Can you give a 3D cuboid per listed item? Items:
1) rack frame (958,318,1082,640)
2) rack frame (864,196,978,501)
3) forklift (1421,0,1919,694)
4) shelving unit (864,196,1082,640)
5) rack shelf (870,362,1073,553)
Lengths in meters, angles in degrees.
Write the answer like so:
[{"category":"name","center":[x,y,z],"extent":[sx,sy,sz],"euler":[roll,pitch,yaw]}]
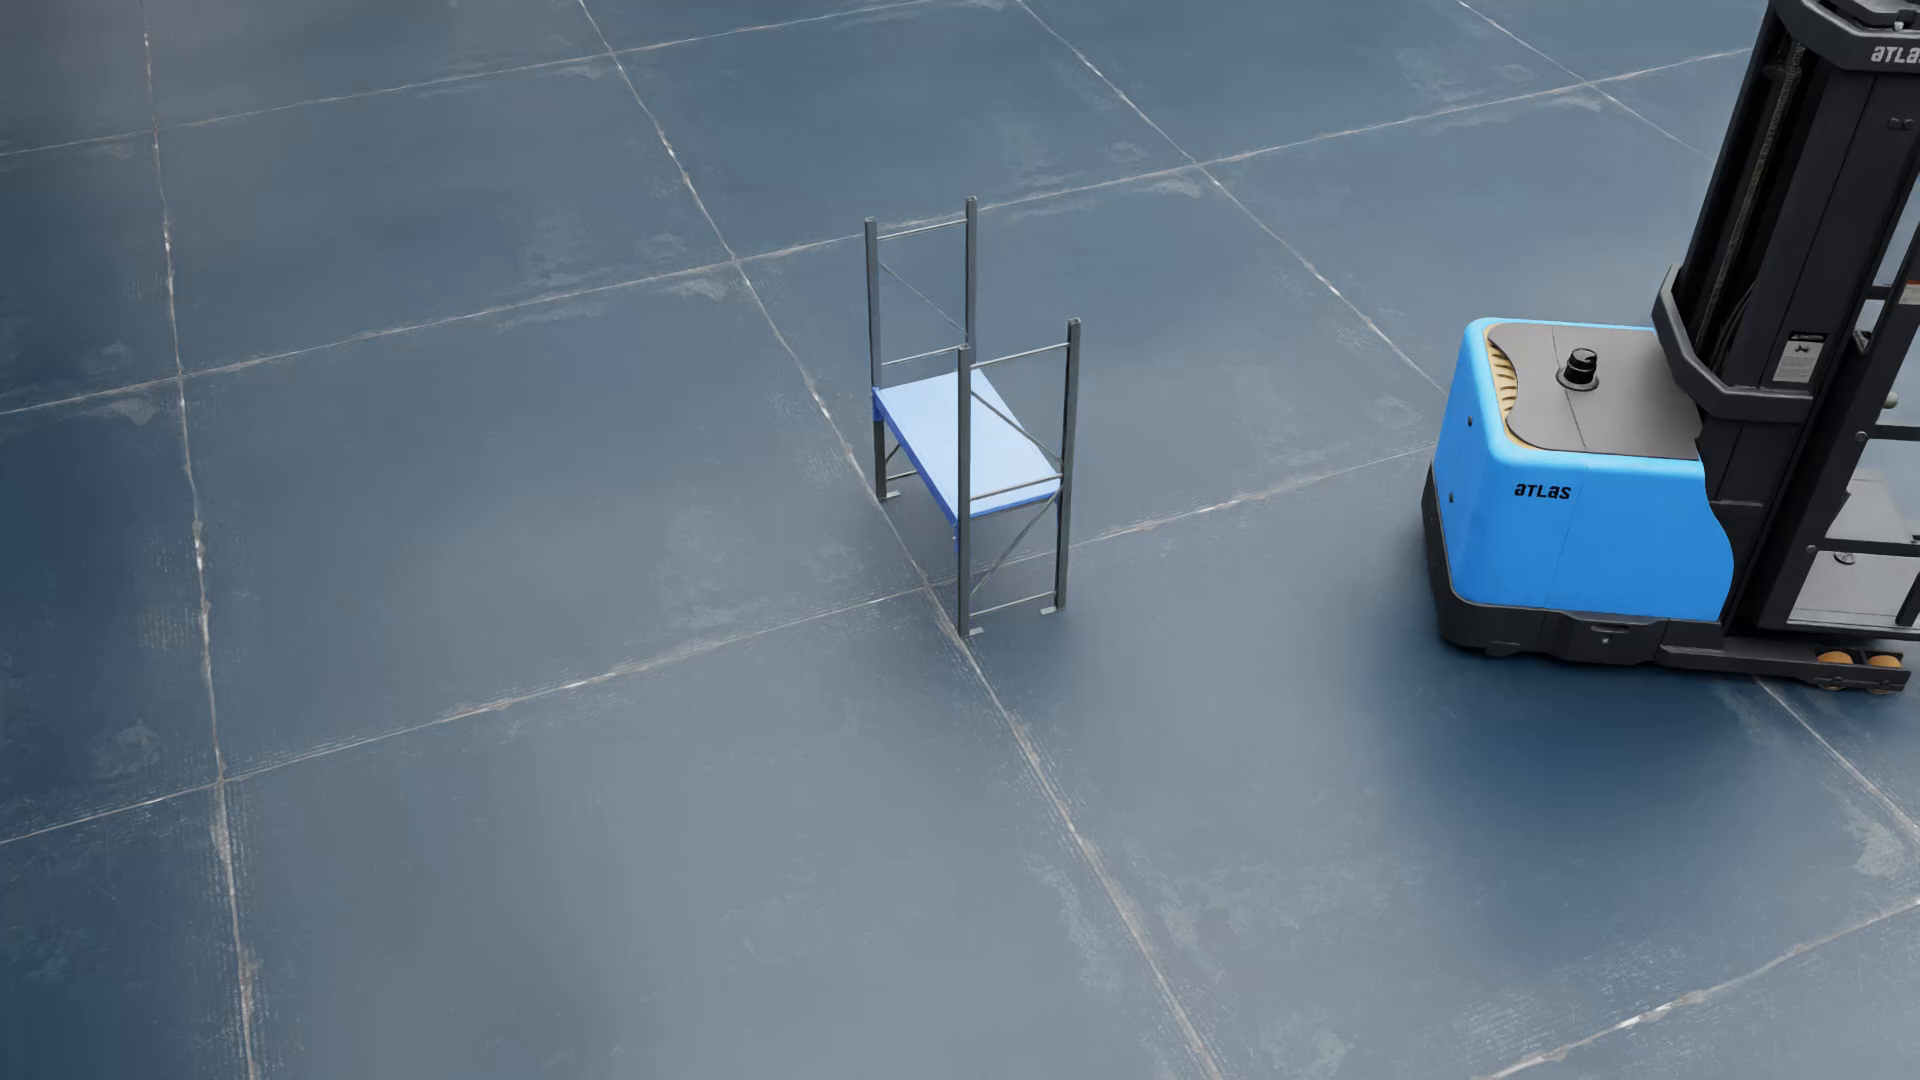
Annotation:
[{"category":"rack frame","center":[0.227,-0.211,6.764],"extent":[0.500,1.500,0.032],"euler":[-15,43,-17]},{"category":"rack frame","center":[-0.162,-0.824,7.476],"extent":[0.500,1.500,0.032],"euler":[-15,43,-17]},{"category":"forklift","center":[3.606,-0.839,6.396],"extent":[3.031,2.935,1.130],"euler":[4,41,5]},{"category":"shelving unit","center":[0.033,-0.517,7.120],"extent":[0.538,1.500,1.048],"euler":[-15,43,-17]},{"category":"rack shelf","center":[0.033,-0.381,7.237],"extent":[0.538,0.185,1.000],"euler":[-15,43,-17]}]
